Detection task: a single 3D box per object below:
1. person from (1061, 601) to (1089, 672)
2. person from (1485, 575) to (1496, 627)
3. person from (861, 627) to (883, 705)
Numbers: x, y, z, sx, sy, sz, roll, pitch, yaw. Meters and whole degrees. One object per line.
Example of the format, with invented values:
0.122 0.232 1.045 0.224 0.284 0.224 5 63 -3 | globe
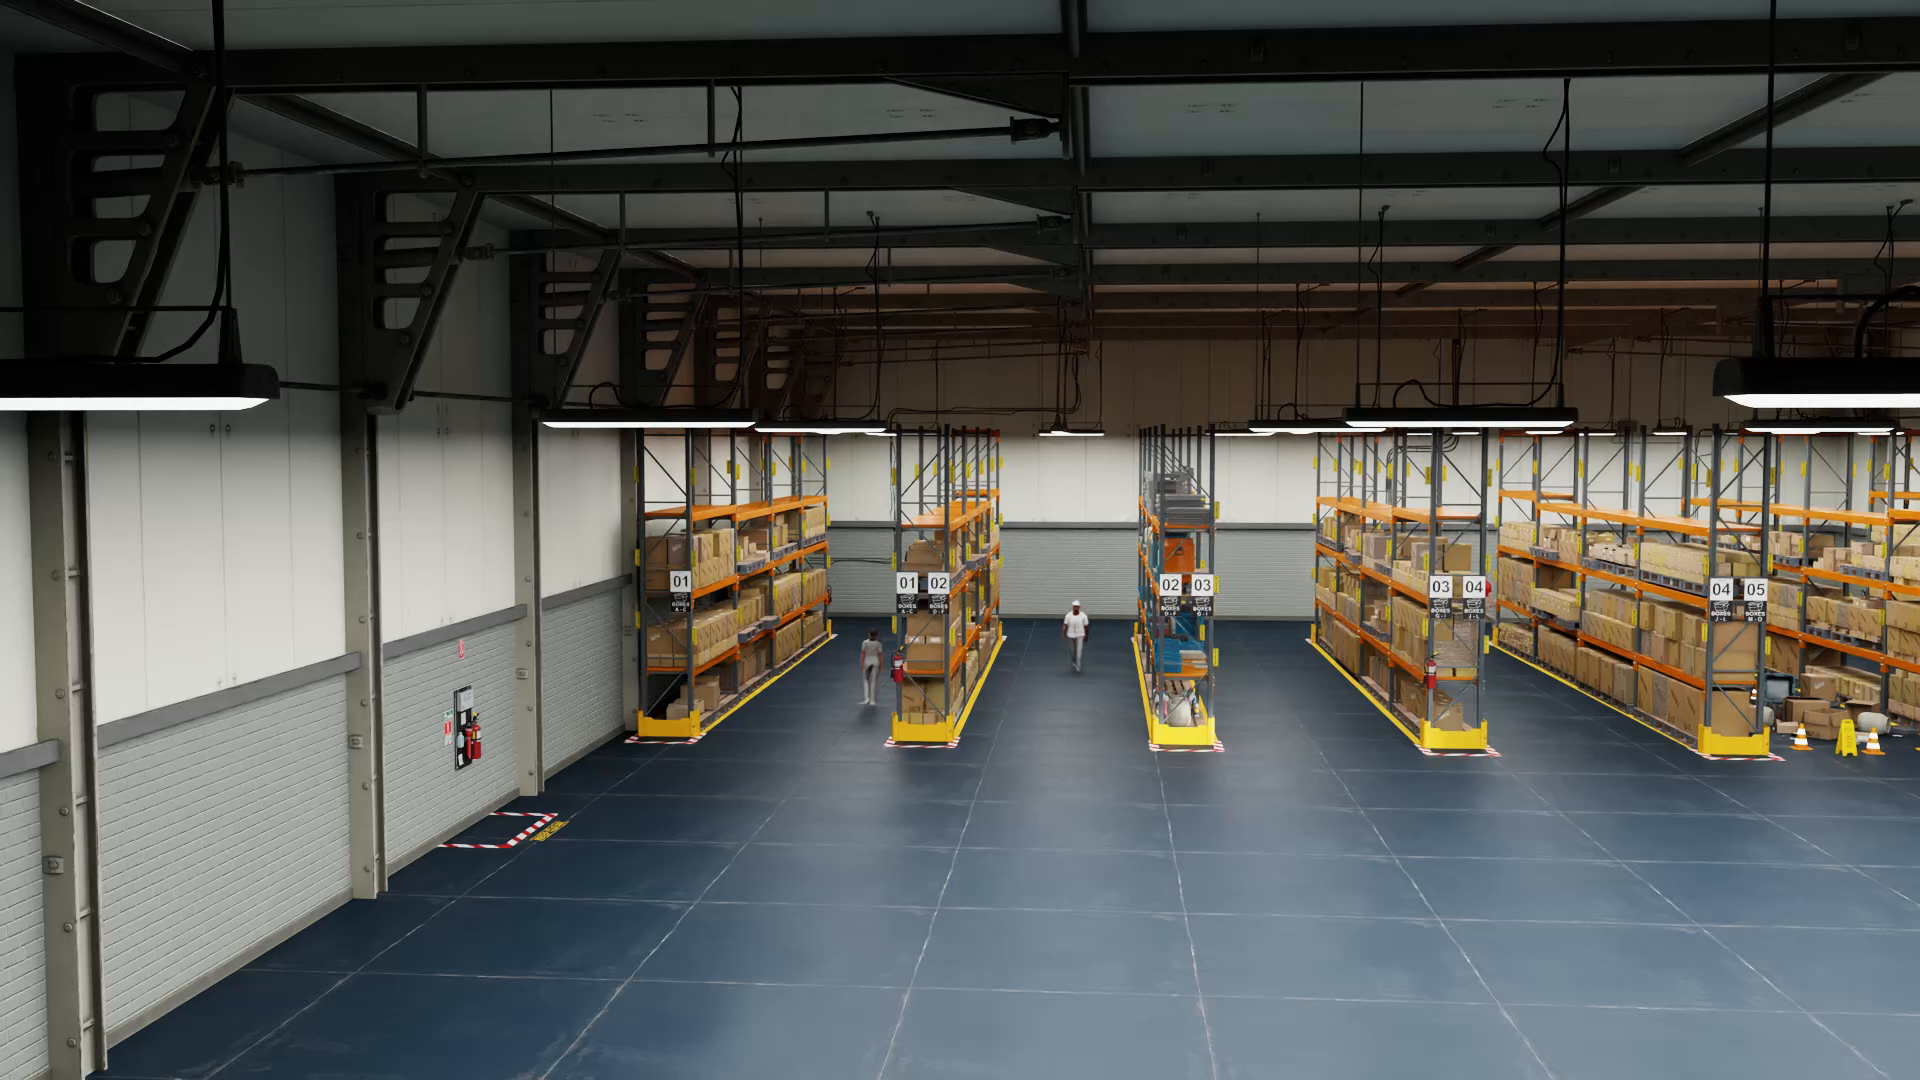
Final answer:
2.836 2.356 40.942 0.660 1.705 1.077 0 3 7 | person
15.728 1.837 49.801 0.954 1.686 0.539 0 4 -8 | person
-1.888 2.736 35.705 0.476 1.711 0.493 0 3 -3 | person
